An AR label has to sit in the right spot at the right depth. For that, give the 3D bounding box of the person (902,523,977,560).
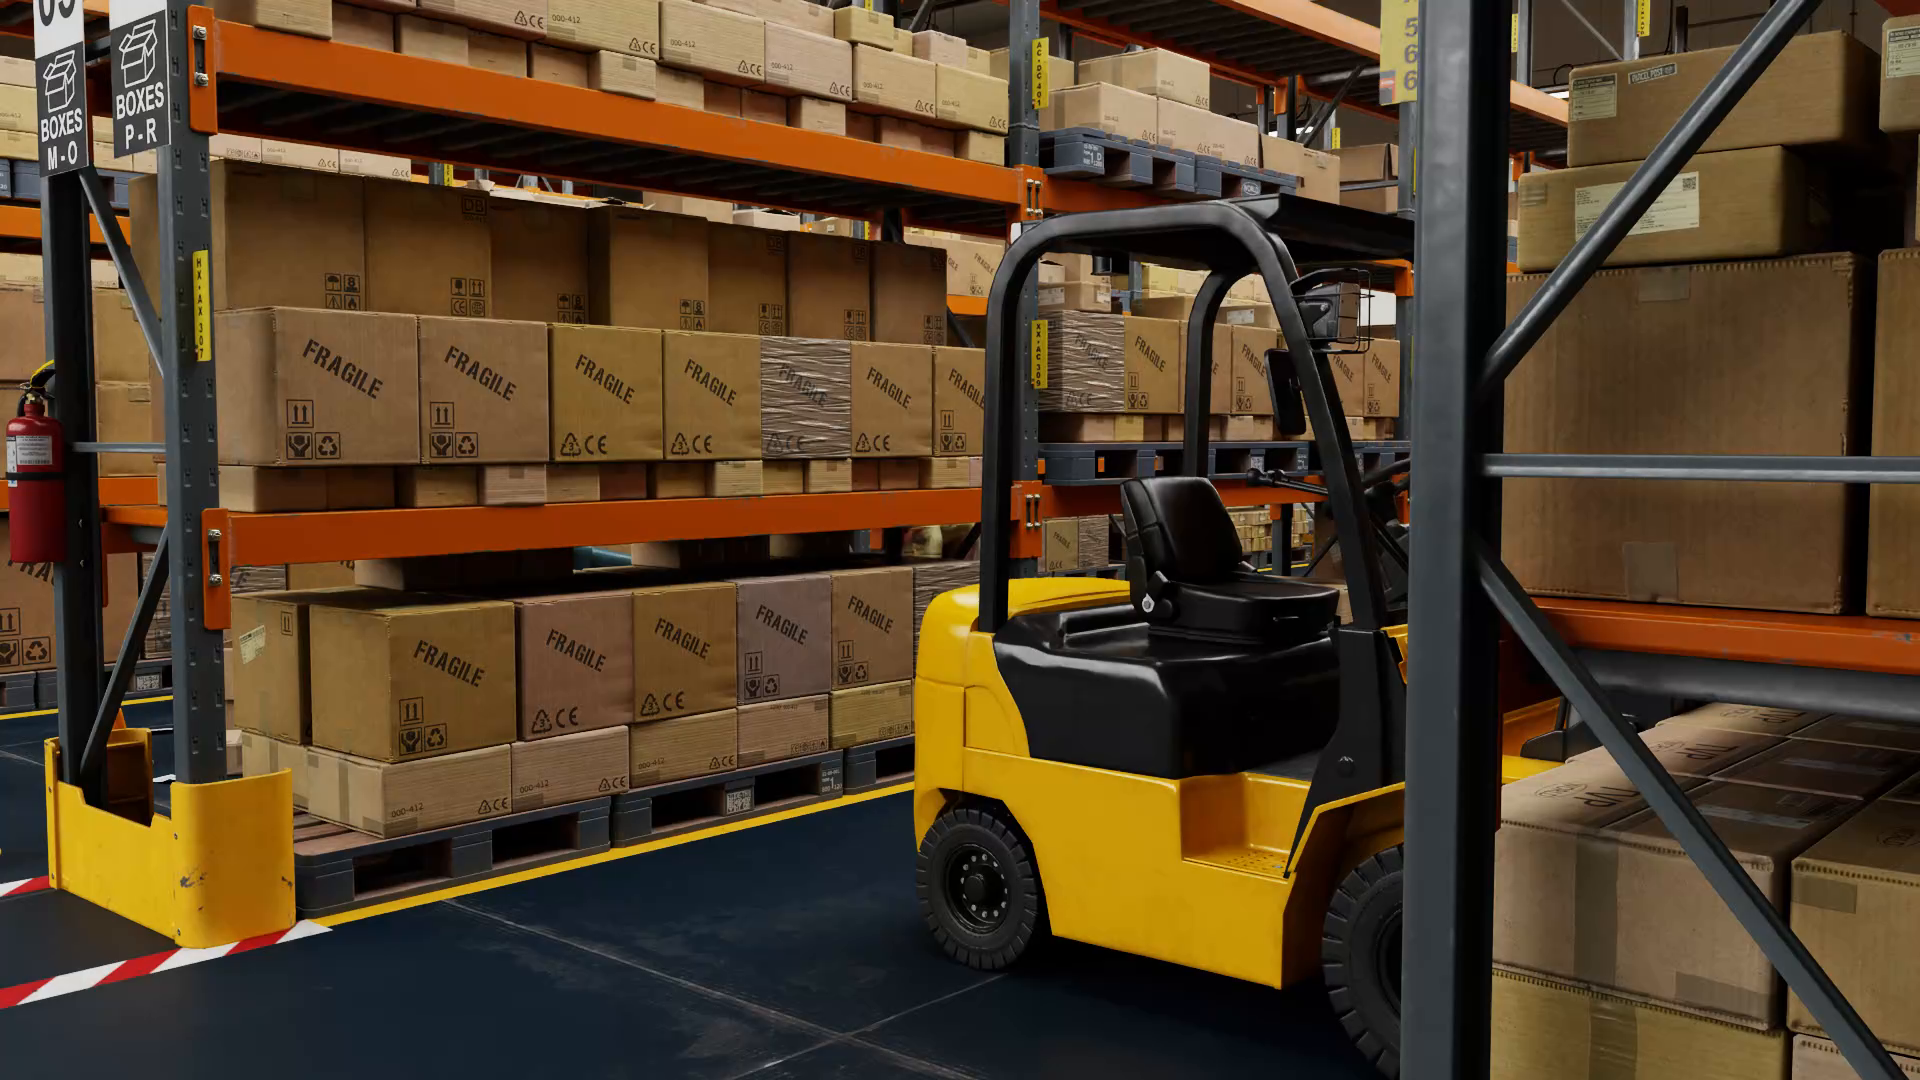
[{"bbox_3d":[-0.229,0.282,11.498,0.429,1.084,0.873,3,5,39],"label":"person"}]
